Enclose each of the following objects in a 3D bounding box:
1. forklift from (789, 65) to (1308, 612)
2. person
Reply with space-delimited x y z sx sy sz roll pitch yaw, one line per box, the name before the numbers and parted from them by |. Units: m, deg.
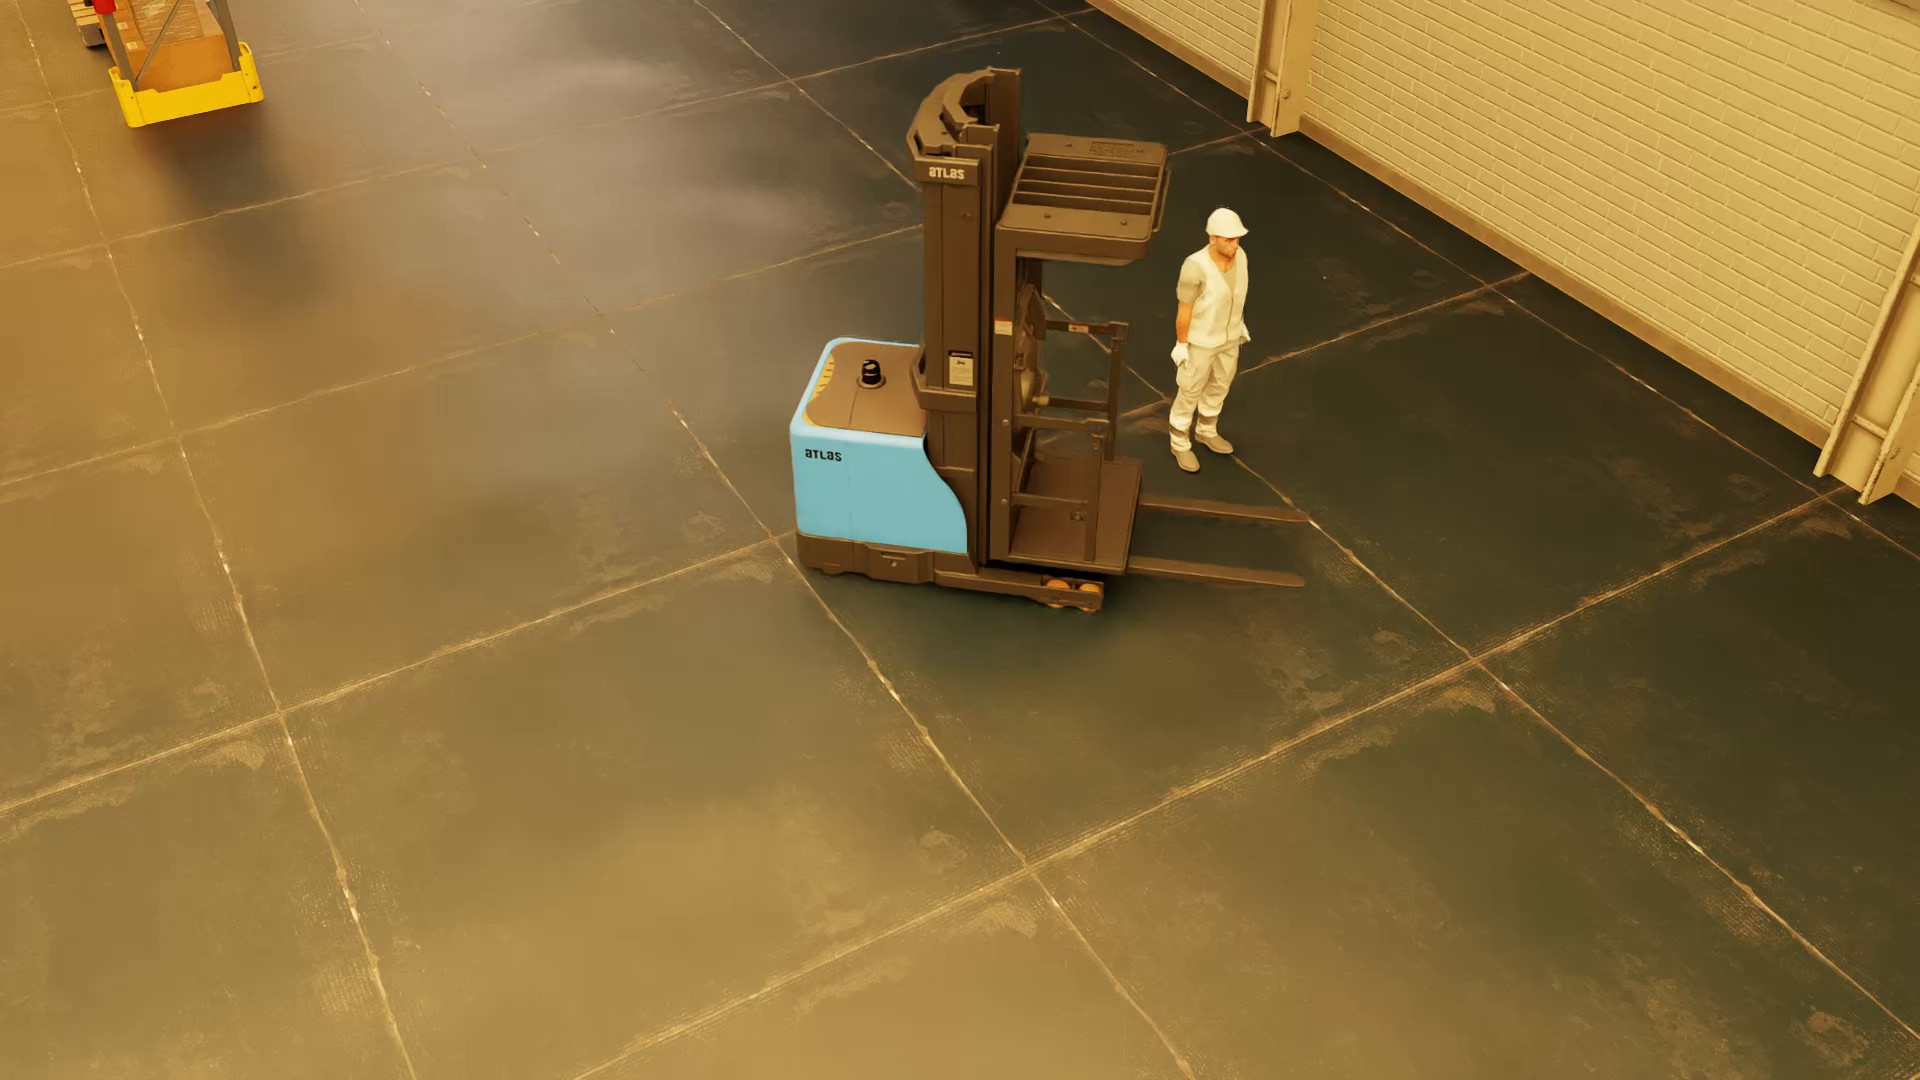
forklift | 0.578 -1.075 9.332 3.031 2.935 1.130 7 40 8
person | 1.594 -1.274 10.470 0.580 1.794 0.330 -24 45 -26
